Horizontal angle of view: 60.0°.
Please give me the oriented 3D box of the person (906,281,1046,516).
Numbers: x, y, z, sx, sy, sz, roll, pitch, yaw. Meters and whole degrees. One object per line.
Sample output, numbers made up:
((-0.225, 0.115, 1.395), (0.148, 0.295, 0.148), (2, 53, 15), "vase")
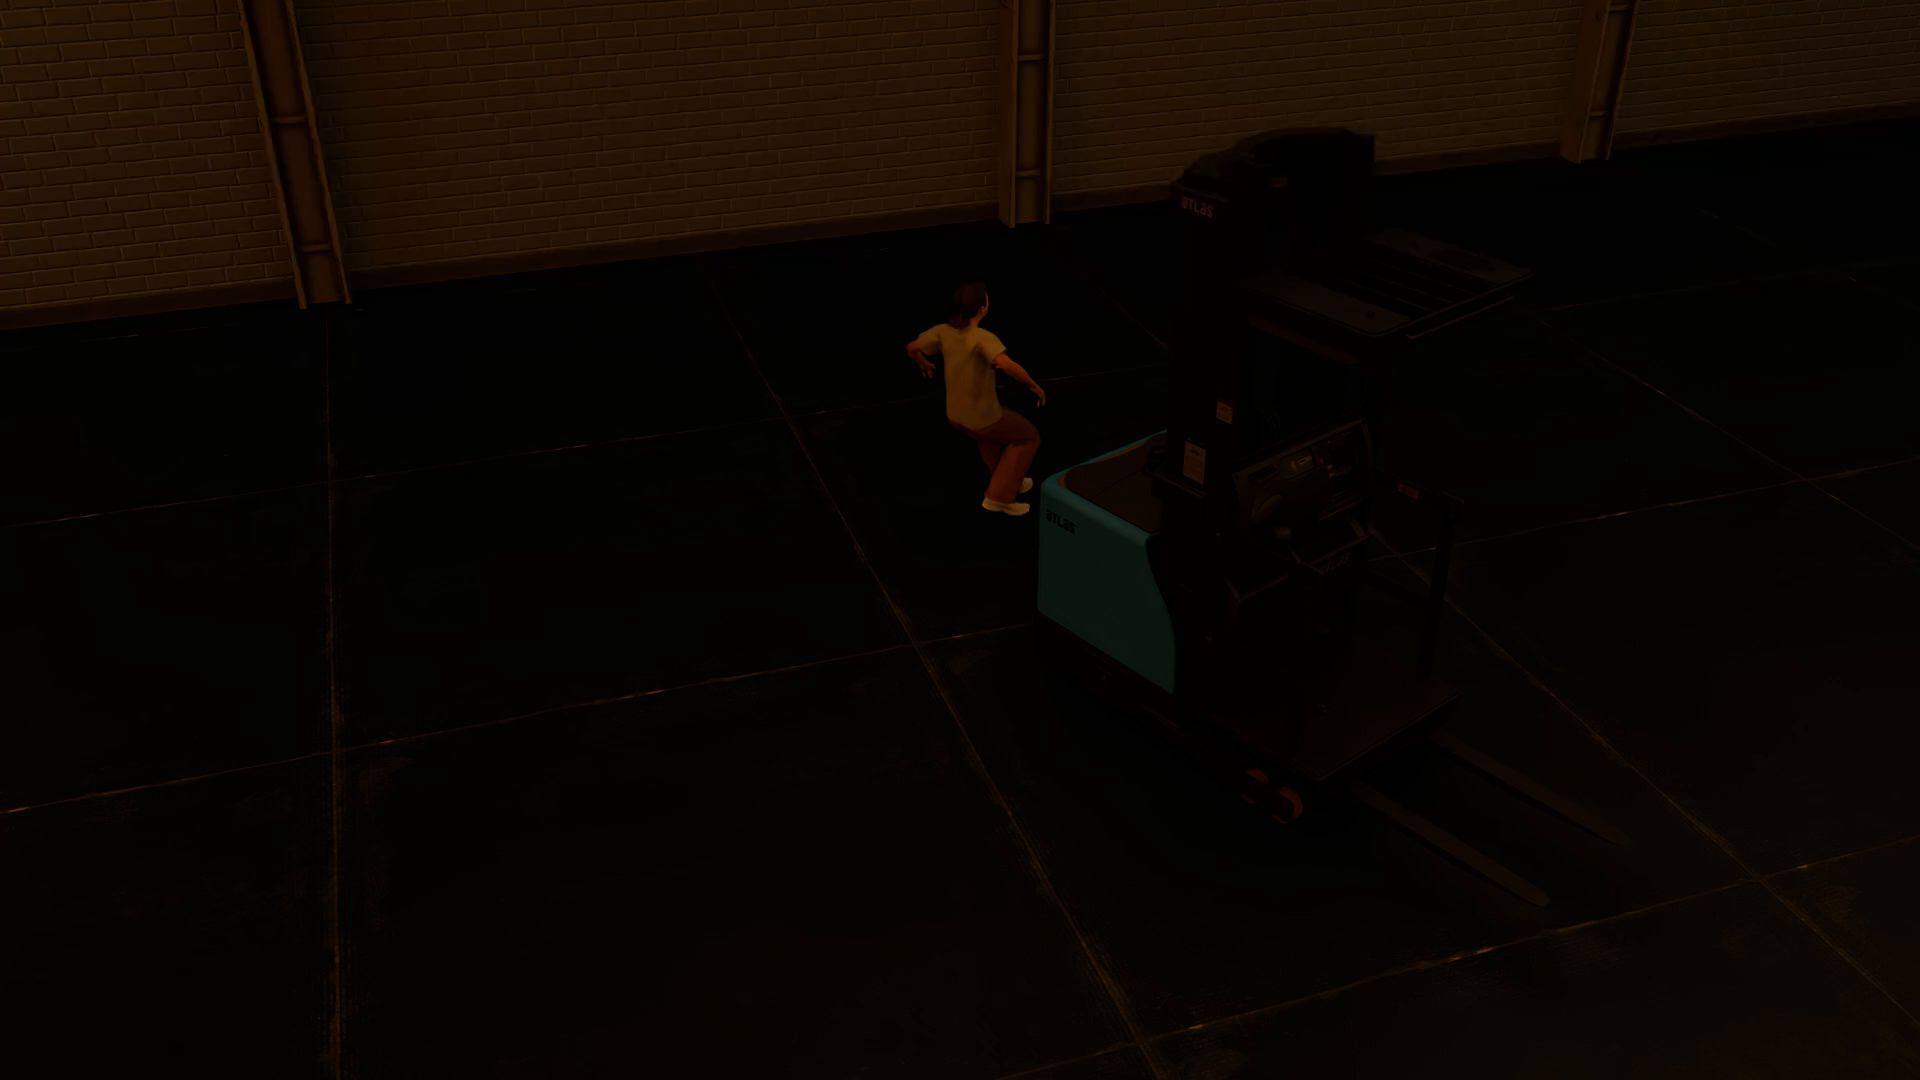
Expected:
((0.217, -0.841, 9.842), (0.802, 1.564, 0.902), (-26, 39, -37), "person")

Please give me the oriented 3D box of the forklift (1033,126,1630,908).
((1.717, -0.236, 7.498), (1.130, 2.935, 3.031), (-22, 37, -34), "forklift")
